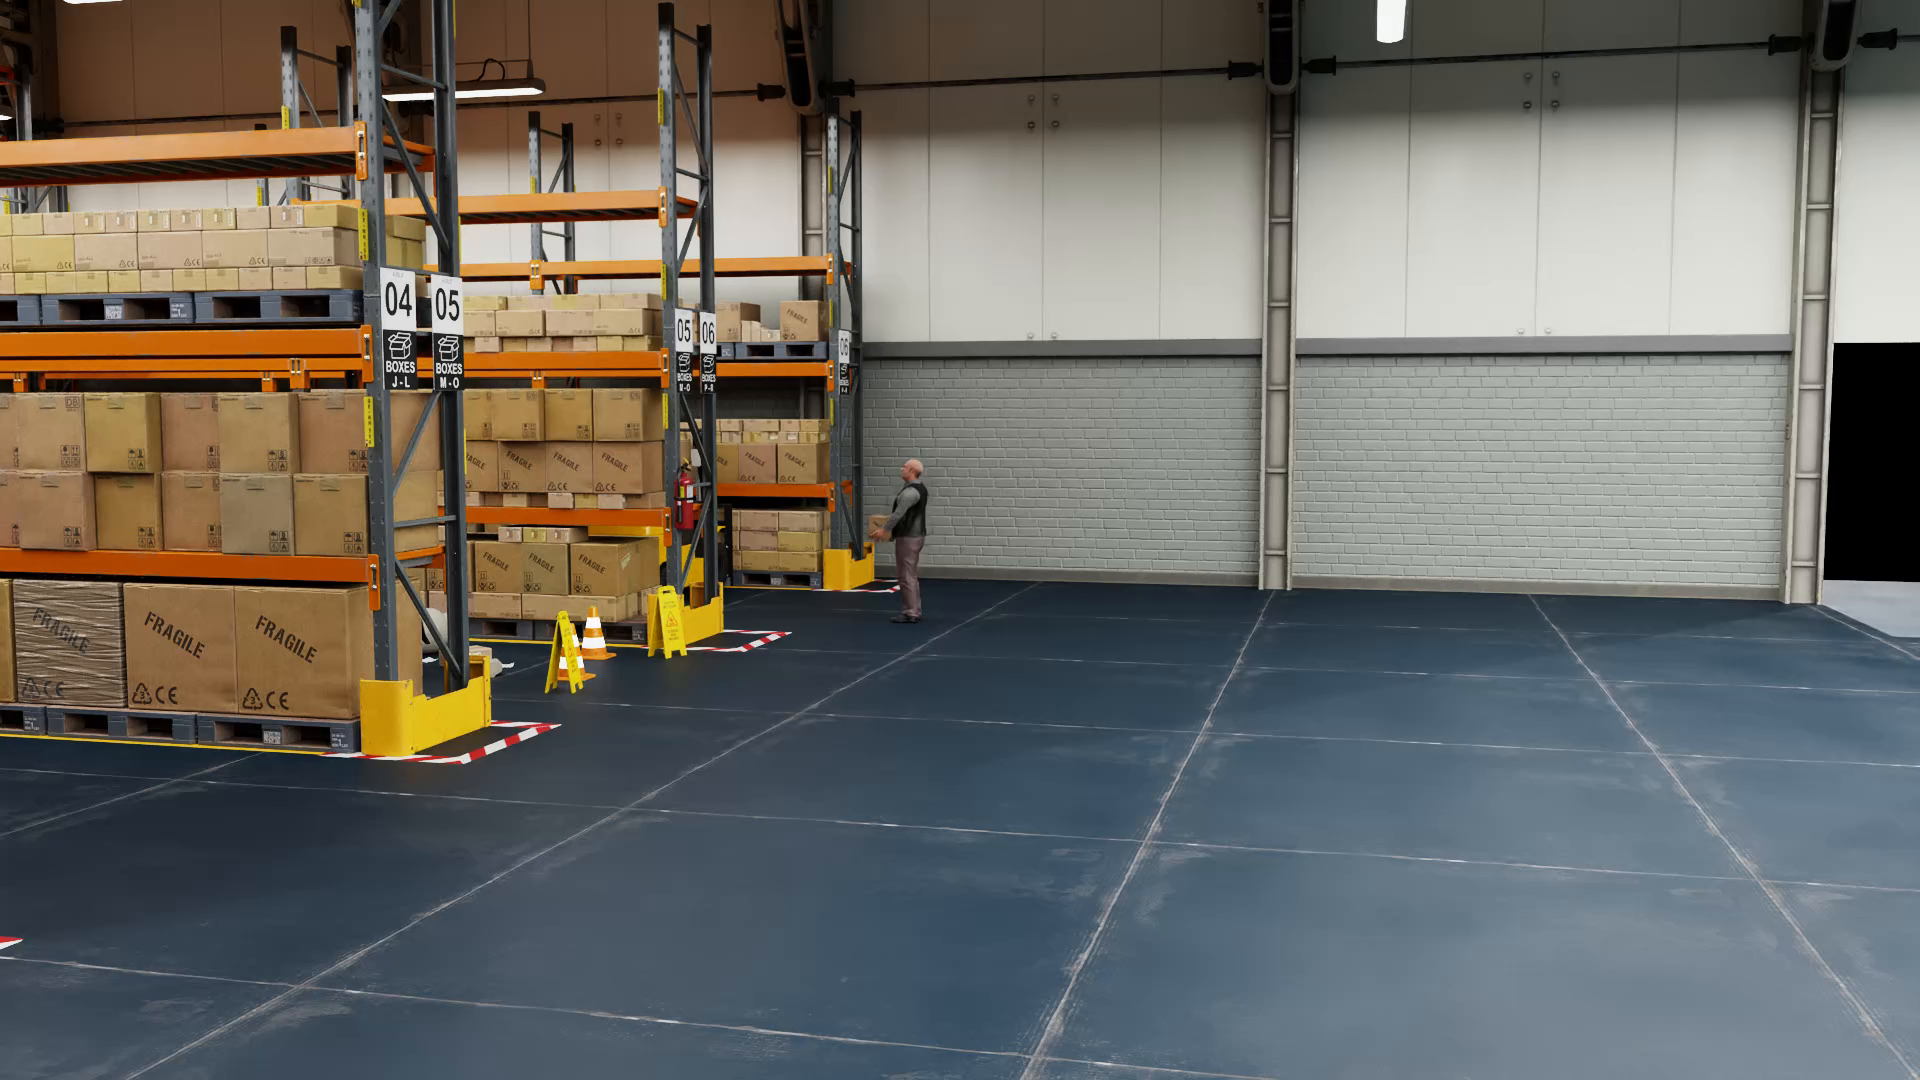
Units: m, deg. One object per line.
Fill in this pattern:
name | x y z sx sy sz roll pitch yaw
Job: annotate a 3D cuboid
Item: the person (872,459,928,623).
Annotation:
person | -0.627 0.005 17.601 0.548 1.722 0.467 1 5 11
